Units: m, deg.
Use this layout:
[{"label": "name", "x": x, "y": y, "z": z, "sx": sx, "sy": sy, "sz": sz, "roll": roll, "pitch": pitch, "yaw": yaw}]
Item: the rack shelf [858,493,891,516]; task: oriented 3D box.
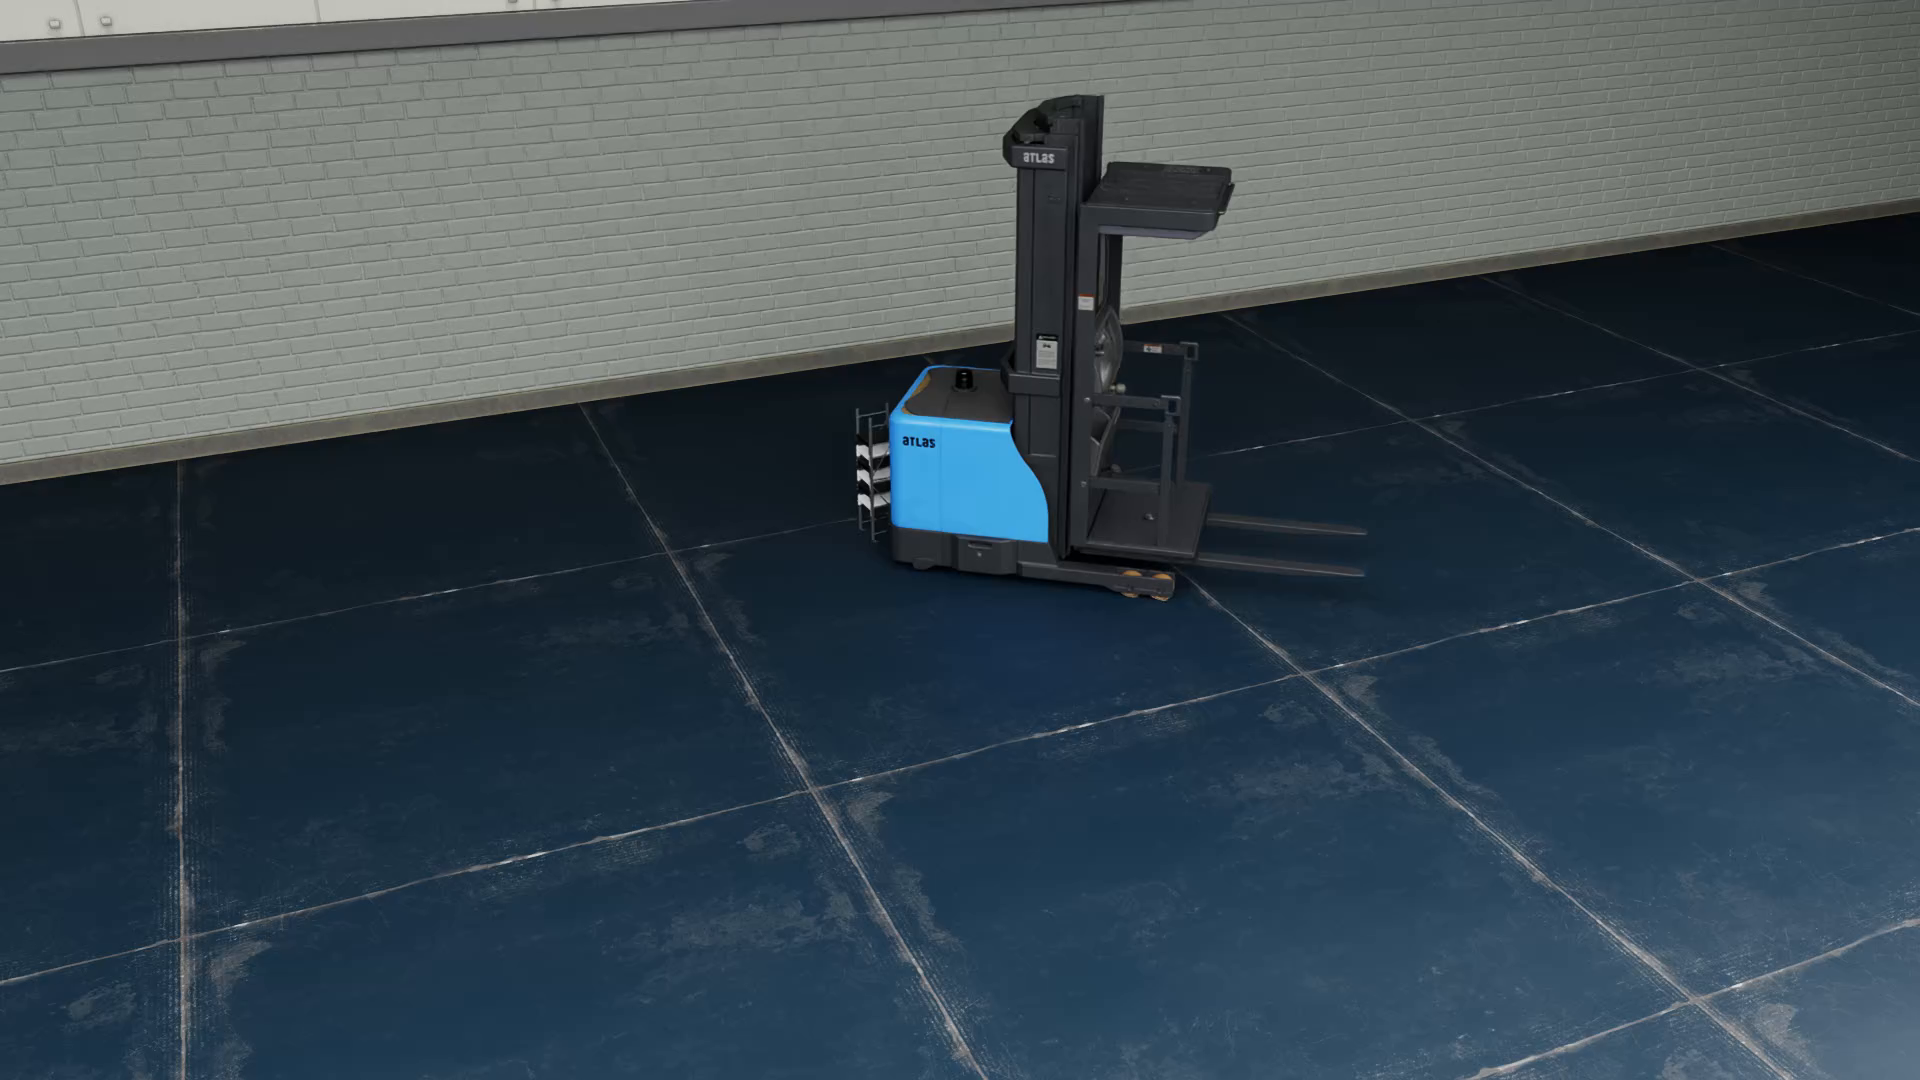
[{"label": "rack shelf", "x": -0.536, "y": -0.259, "z": 11.241, "sx": 0.258, "sy": 0.077, "sz": 0.200, "roll": -13, "pitch": 29, "yaw": -25}]

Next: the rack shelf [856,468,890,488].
[{"label": "rack shelf", "x": -0.536, "y": -0.421, "z": 11.162, "sx": 0.258, "sy": 0.077, "sz": 0.200, "roll": -13, "pitch": 29, "yaw": -25}]

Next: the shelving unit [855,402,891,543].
[{"label": "shelving unit", "x": -0.536, "y": -0.451, "z": 11.148, "sx": 0.258, "sy": 0.900, "sz": 0.210, "roll": -13, "pitch": 29, "yaw": -25}]

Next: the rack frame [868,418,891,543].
[{"label": "rack frame", "x": -0.489, "y": -0.411, "z": 11.067, "sx": 0.240, "sy": 0.900, "sz": 0.006, "roll": -13, "pitch": 29, "yaw": -25}]

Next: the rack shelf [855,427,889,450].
[{"label": "rack shelf", "x": -0.536, "y": -0.664, "z": 11.044, "sx": 0.258, "sy": 0.077, "sz": 0.200, "roll": -13, "pitch": 29, "yaw": -25}]

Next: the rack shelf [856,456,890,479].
[{"label": "rack shelf", "x": -0.536, "y": -0.502, "z": 11.123, "sx": 0.258, "sy": 0.077, "sz": 0.200, "roll": -13, "pitch": 29, "yaw": -25}]

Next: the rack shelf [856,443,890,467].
[{"label": "rack shelf", "x": -0.536, "y": -0.583, "z": 11.083, "sx": 0.258, "sy": 0.077, "sz": 0.200, "roll": -13, "pitch": 29, "yaw": -25}]

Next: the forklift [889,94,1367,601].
[{"label": "forklift", "x": 1.112, "y": -1.192, "z": 10.352, "sx": 3.031, "sy": 2.935, "sz": 1.130, "roll": 6, "pitch": 27, "yaw": 12}]

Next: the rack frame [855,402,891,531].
[{"label": "rack frame", "x": -0.583, "y": -0.490, "z": 11.229, "sx": 0.240, "sy": 0.900, "sz": 0.006, "roll": -13, "pitch": 29, "yaw": -25}]

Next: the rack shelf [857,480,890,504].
[{"label": "rack shelf", "x": -0.536, "y": -0.340, "z": 11.202, "sx": 0.258, "sy": 0.077, "sz": 0.200, "roll": -13, "pitch": 29, "yaw": -25}]
